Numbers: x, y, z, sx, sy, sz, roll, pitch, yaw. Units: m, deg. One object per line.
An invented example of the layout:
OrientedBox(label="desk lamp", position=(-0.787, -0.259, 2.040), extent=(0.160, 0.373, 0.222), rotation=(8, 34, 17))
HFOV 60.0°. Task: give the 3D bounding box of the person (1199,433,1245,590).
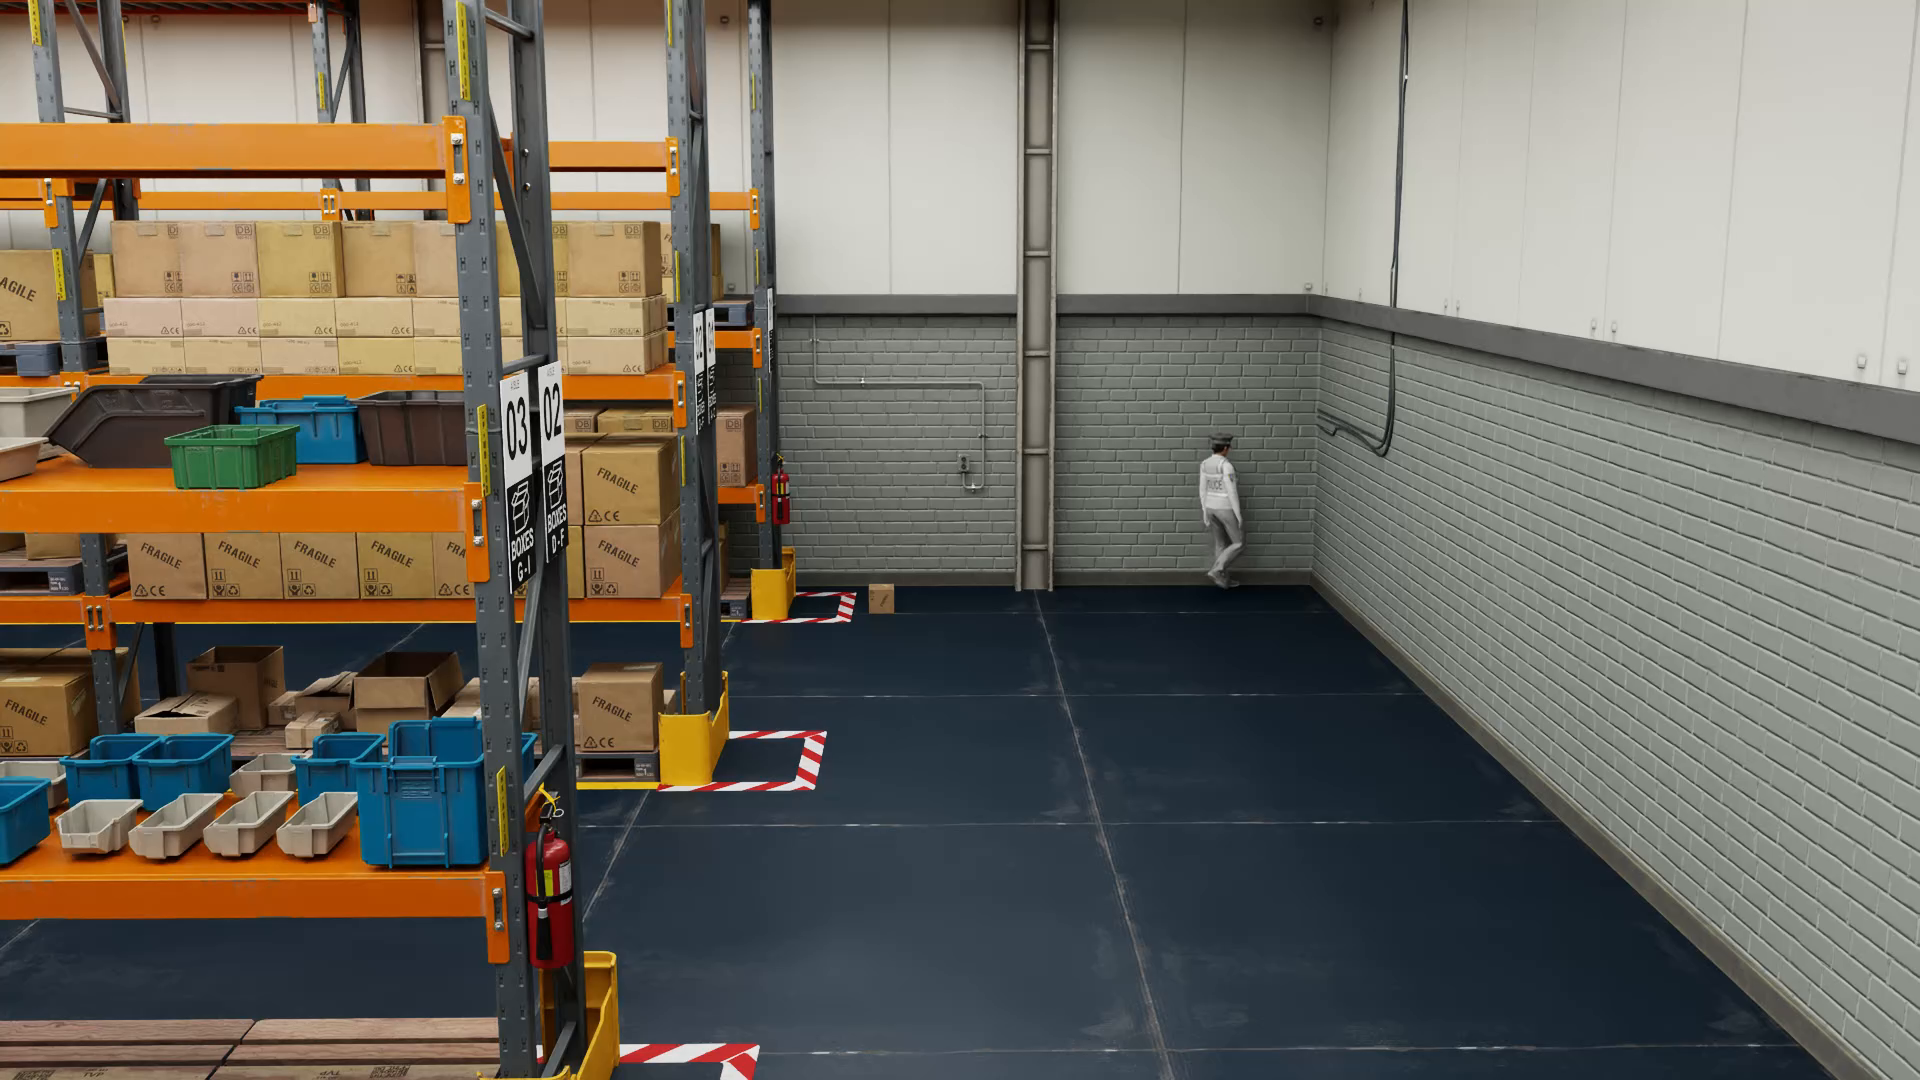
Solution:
OrientedBox(label="person", position=(2.756, -0.291, 17.371), extent=(0.621, 1.661, 0.520), rotation=(-7, 12, -32))
